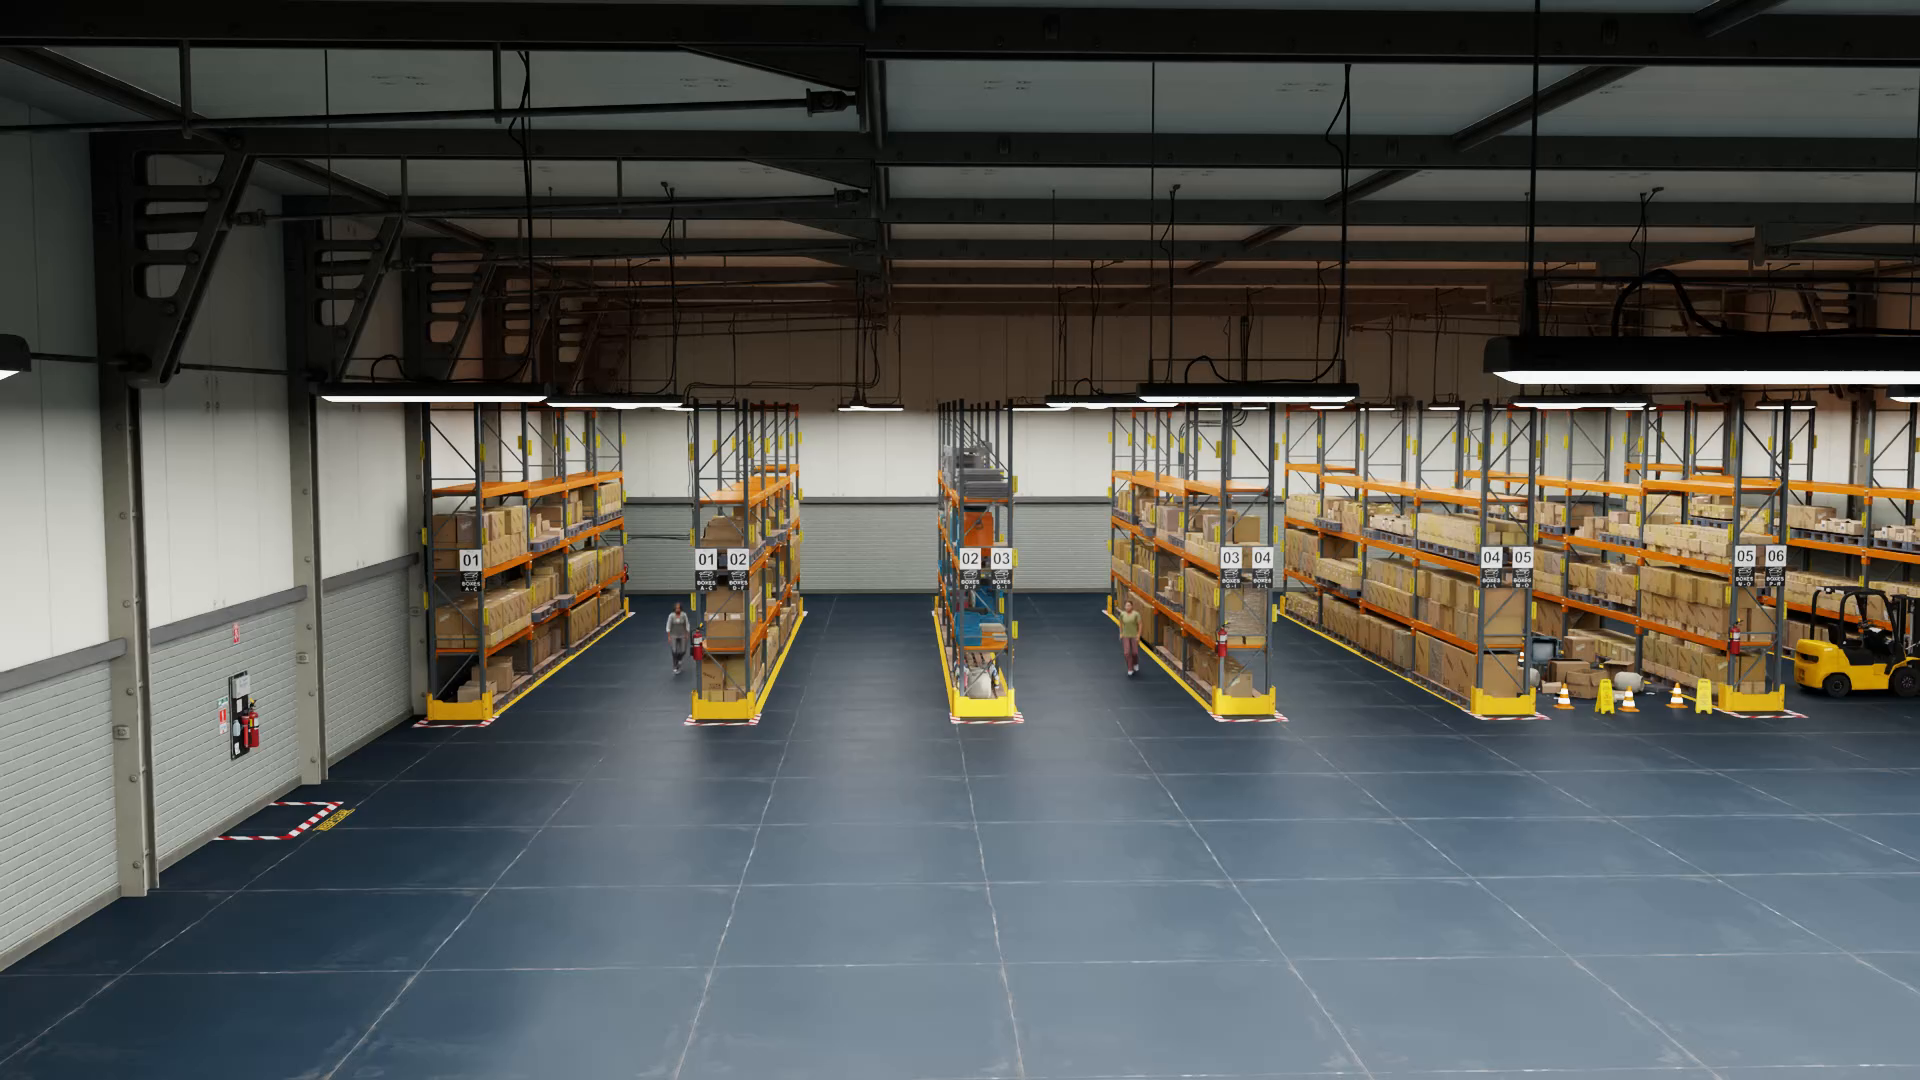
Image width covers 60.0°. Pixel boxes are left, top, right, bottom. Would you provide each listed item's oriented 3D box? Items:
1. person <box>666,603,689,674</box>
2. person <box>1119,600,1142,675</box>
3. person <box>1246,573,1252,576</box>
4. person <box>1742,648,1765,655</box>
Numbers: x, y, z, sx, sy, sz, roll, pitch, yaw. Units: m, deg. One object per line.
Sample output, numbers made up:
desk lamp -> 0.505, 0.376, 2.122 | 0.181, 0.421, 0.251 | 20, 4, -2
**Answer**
person -> -6.237, 2.157, 36.777 | 0.503, 1.581, 0.487 | -1, 4, -10
person -> 3.774, 2.123, 36.663 | 0.510, 1.652, 0.600 | 1, 4, 14
person -> 8.338, 1.245, 48.028 | 0.448, 1.625, 1.033 | 0, 4, -2
person -> 17.296, 2.209, 36.202 | 0.535, 1.550, 0.705 | 0, 4, -1
